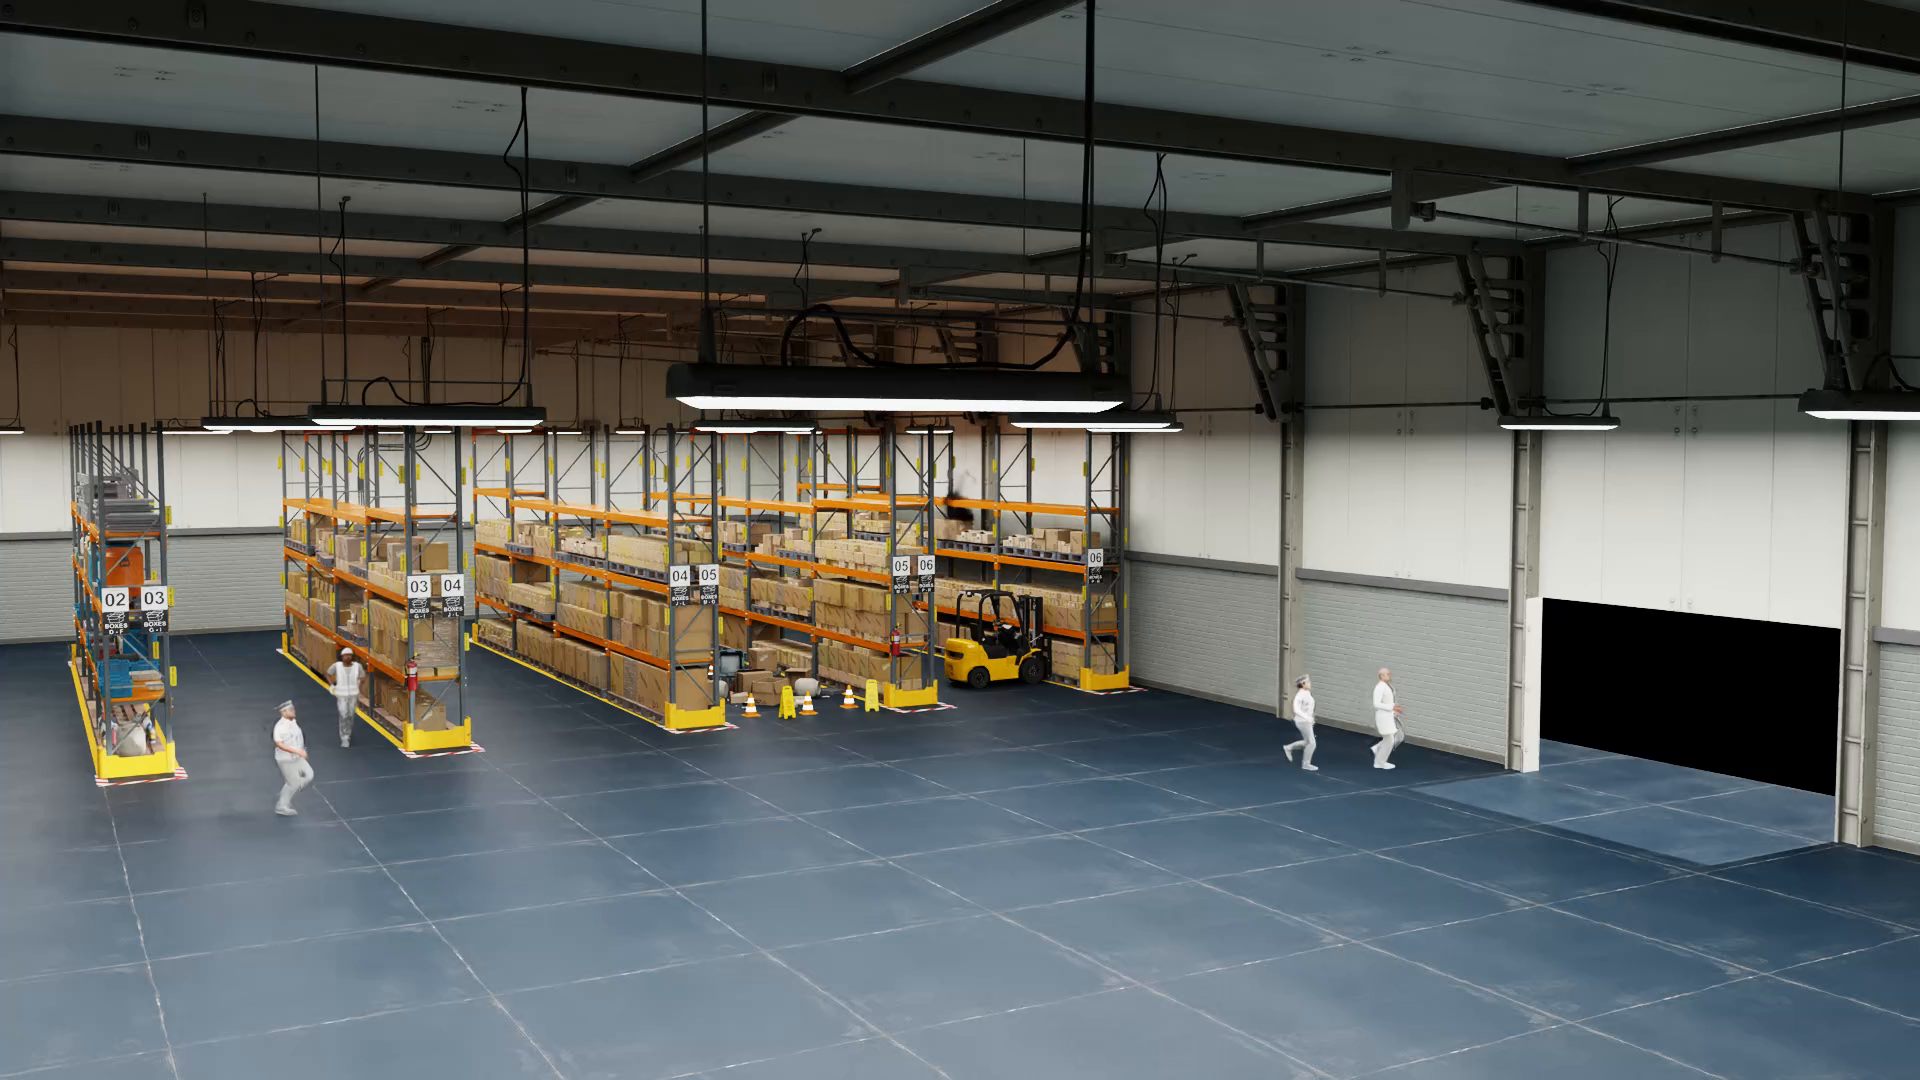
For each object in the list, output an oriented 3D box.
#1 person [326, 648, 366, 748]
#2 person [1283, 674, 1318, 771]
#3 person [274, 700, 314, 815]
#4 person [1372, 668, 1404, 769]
[{"bbox_3d":[-11.417,2.924,30.997,0.661,1.847,0.795,-2,4,-33],"label":"person"},{"bbox_3d":[5.881,3.126,28.617,0.581,1.648,0.642,2,4,24],"label":"person"},{"bbox_3d":[-10.142,3.290,25.273,0.541,1.746,0.674,0,4,-3],"label":"person"},{"bbox_3d":[7.388,3.077,28.657,0.649,1.730,0.702,3,4,35],"label":"person"}]
